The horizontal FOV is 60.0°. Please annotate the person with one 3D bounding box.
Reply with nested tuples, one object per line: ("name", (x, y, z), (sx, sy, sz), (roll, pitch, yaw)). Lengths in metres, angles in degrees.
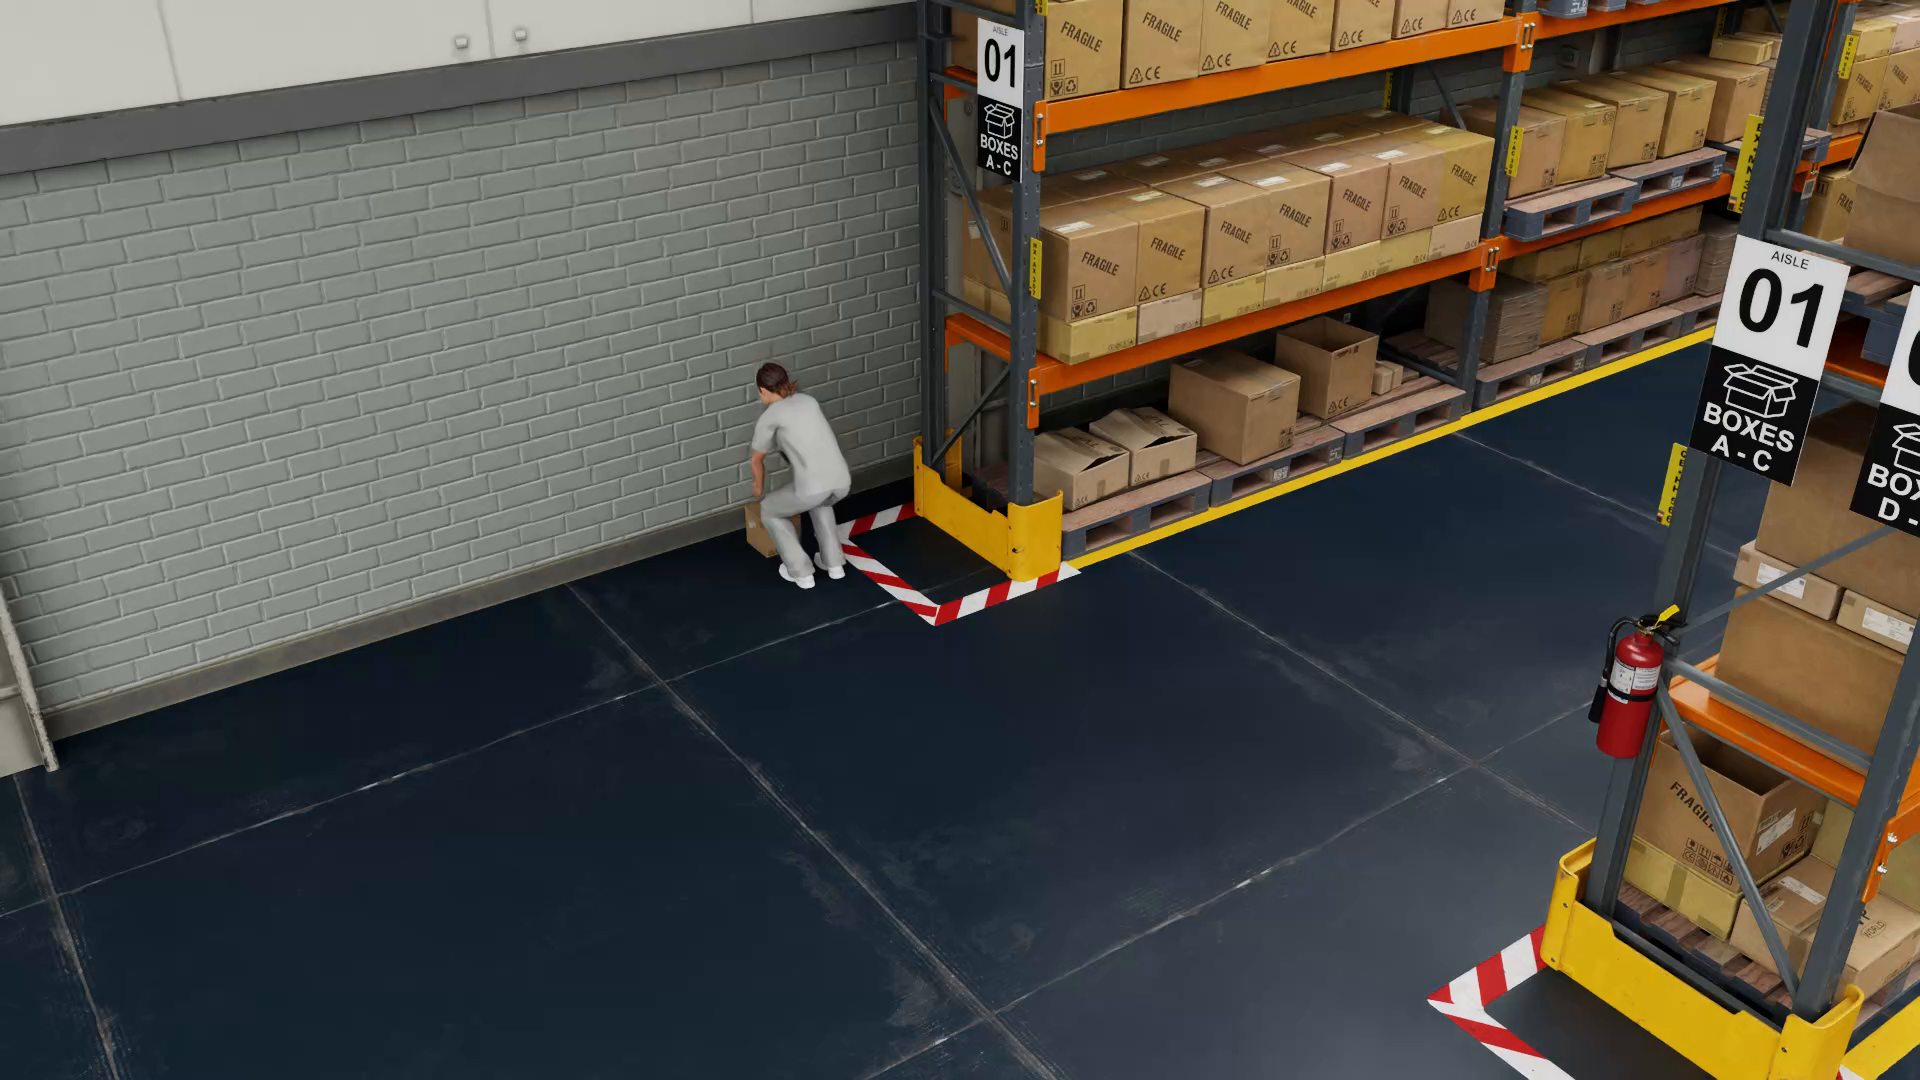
("person", (-0.947, -0.363, 9.711), (0.492, 1.275, 0.697), (-19, 34, -30))
